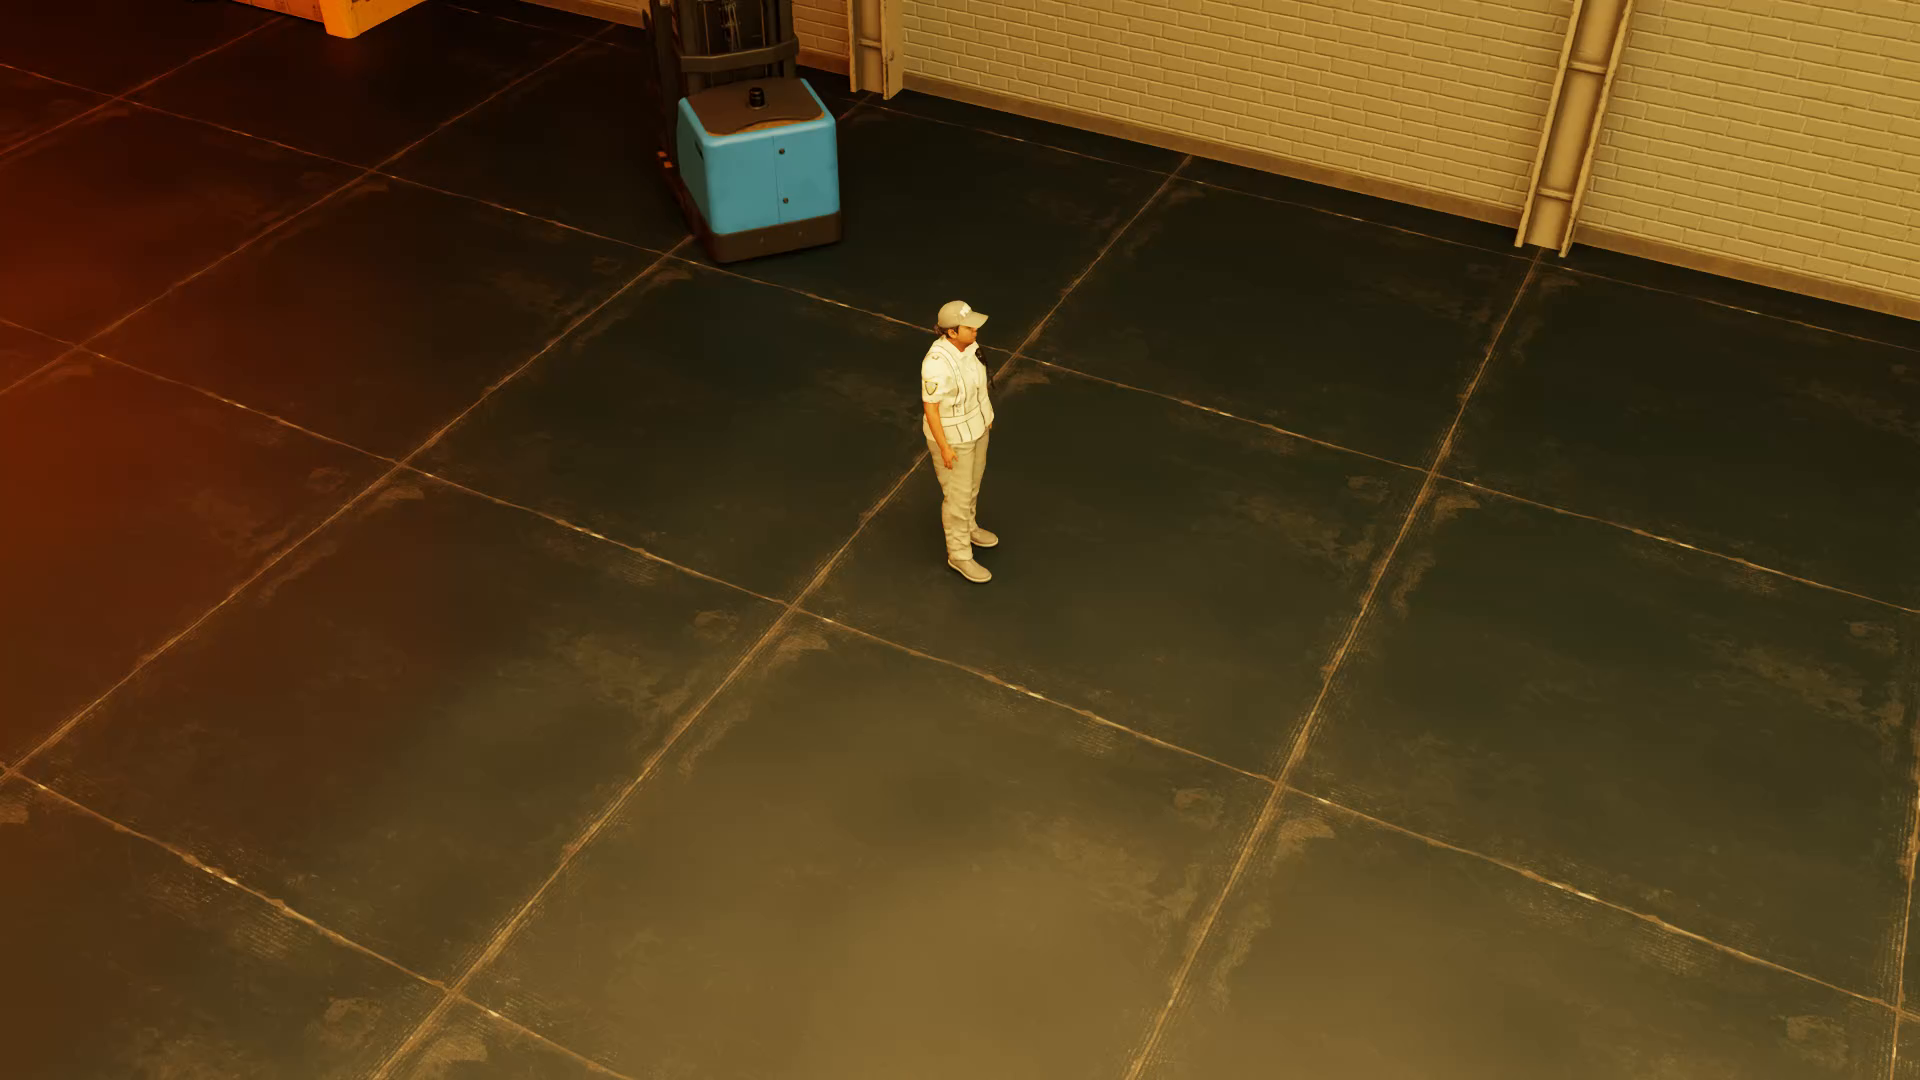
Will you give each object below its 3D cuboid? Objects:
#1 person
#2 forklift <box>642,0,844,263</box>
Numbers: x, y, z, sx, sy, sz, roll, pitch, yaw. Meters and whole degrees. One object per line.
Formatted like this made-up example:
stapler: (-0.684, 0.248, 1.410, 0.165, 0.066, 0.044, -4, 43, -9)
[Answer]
person: (0.057, -0.608, 9.677, 0.529, 1.670, 0.598, 18, 43, 21)
forklift: (-1.917, -4.184, 12.954, 1.130, 2.935, 3.031, -14, 42, -16)
